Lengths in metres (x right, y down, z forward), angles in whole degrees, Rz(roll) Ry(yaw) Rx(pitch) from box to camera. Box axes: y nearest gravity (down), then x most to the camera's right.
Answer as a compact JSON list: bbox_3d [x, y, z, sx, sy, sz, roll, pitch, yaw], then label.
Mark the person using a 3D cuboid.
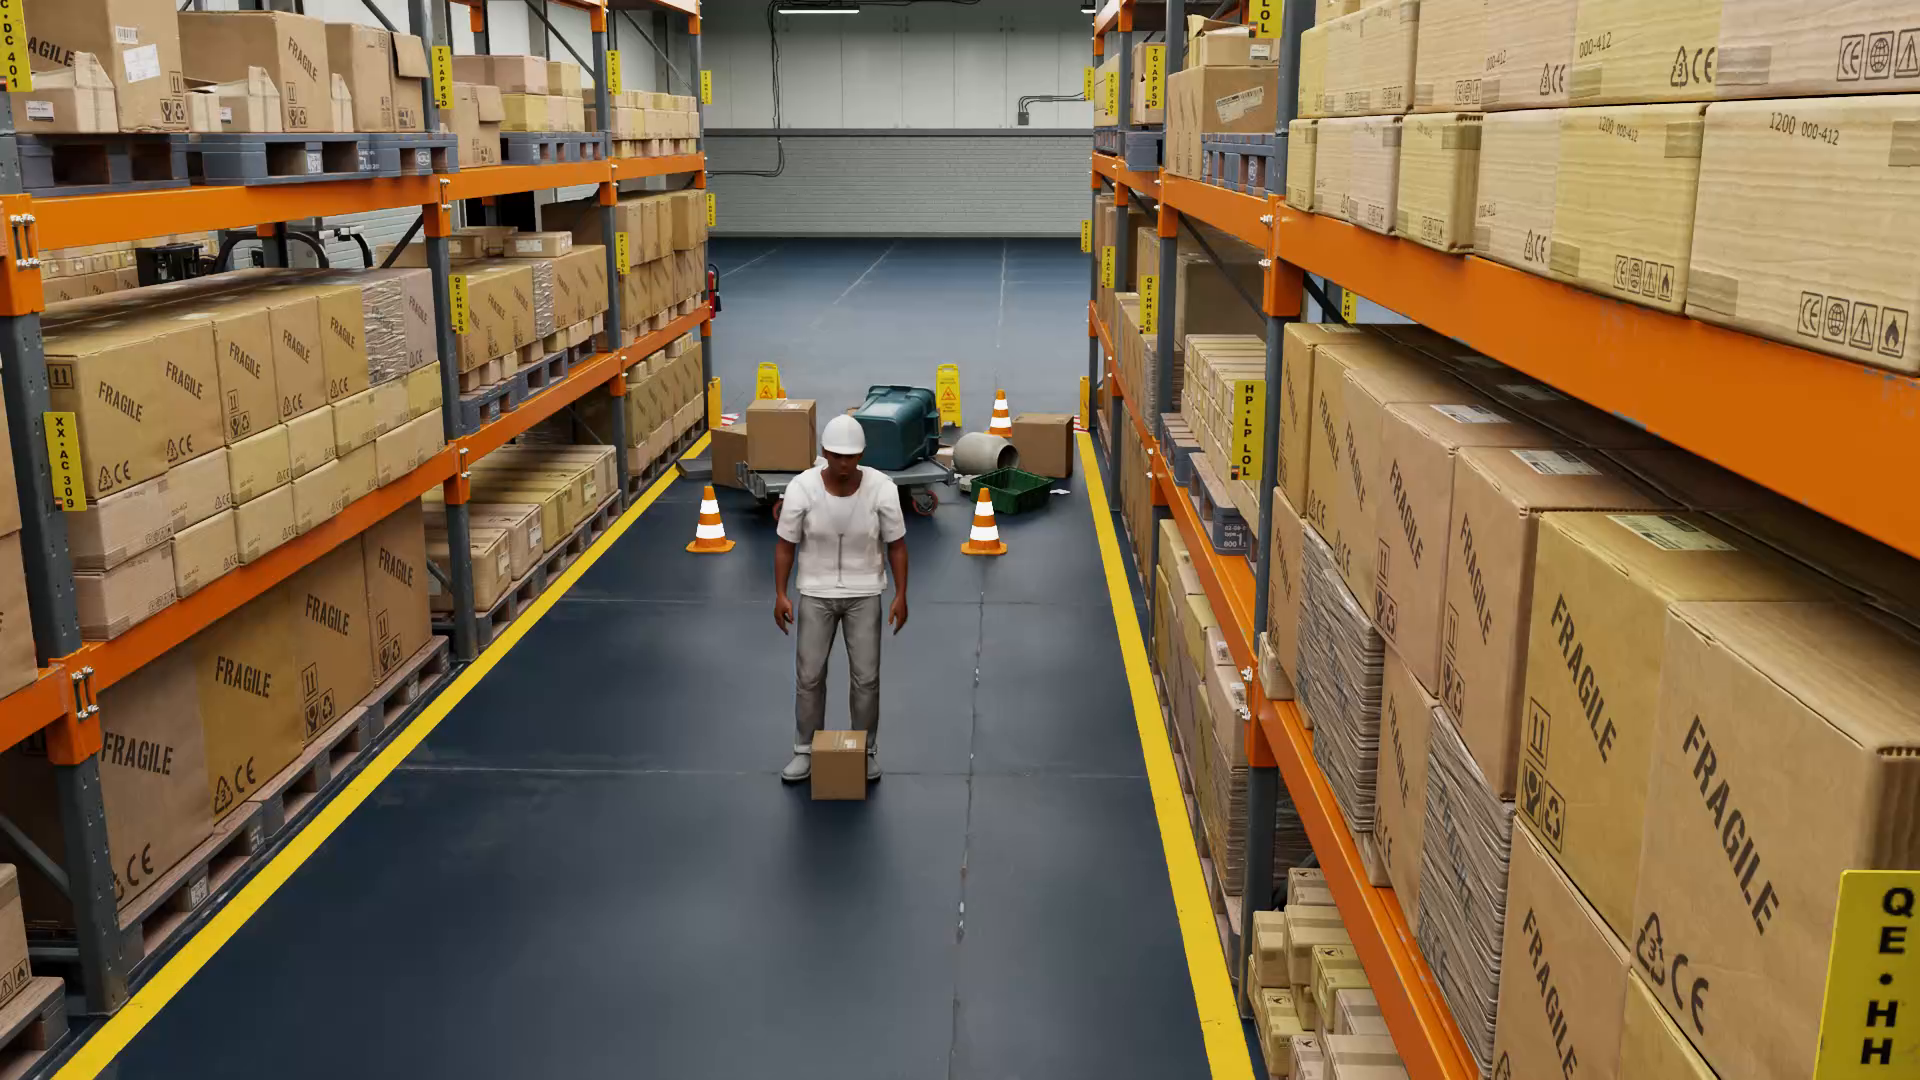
[{"bbox_3d":[-0.561,0.272,7.854,0.636,1.761,0.454,0,14,-1],"label":"person"}]
